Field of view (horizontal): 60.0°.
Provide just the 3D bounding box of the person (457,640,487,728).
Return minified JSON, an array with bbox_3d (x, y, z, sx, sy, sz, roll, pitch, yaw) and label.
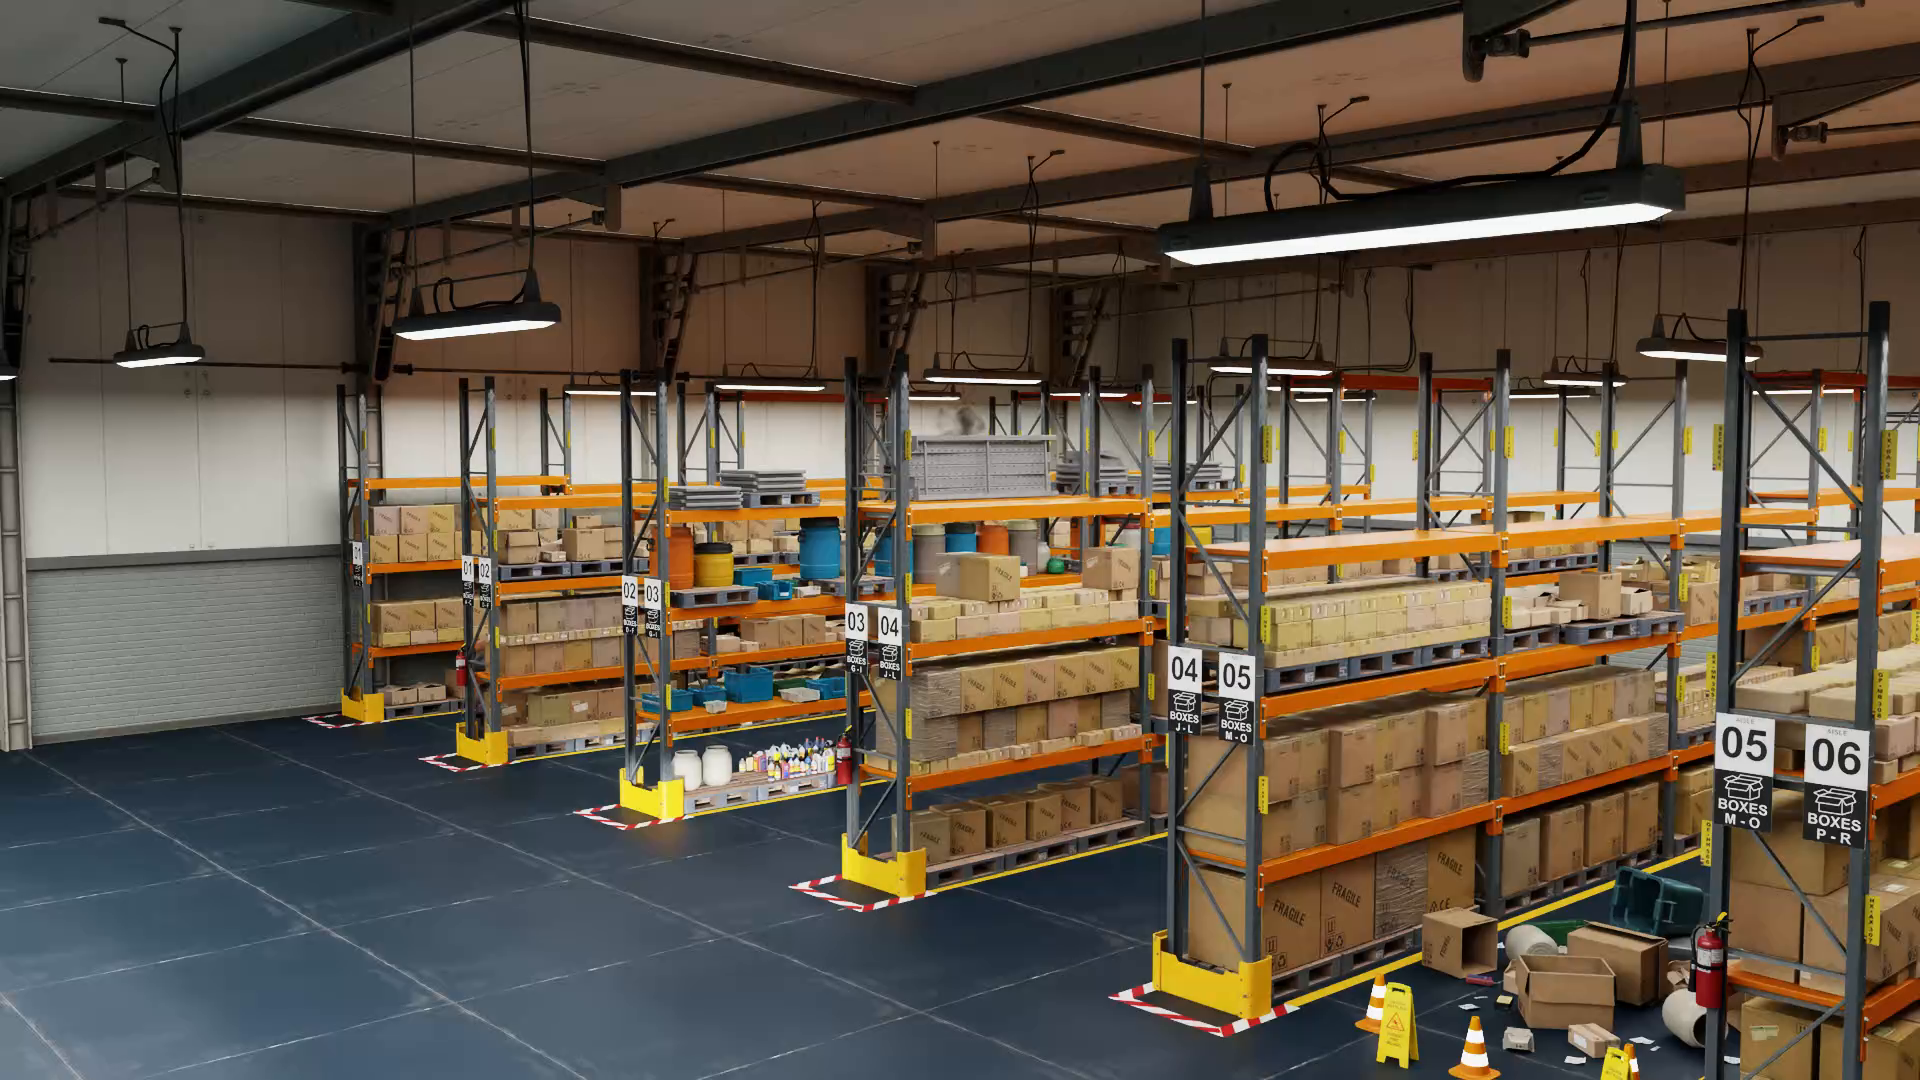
[{"bbox_3d":[-8.100,2.503,27.899,0.653,1.667,0.647,3,5,35],"label":"person"}]
